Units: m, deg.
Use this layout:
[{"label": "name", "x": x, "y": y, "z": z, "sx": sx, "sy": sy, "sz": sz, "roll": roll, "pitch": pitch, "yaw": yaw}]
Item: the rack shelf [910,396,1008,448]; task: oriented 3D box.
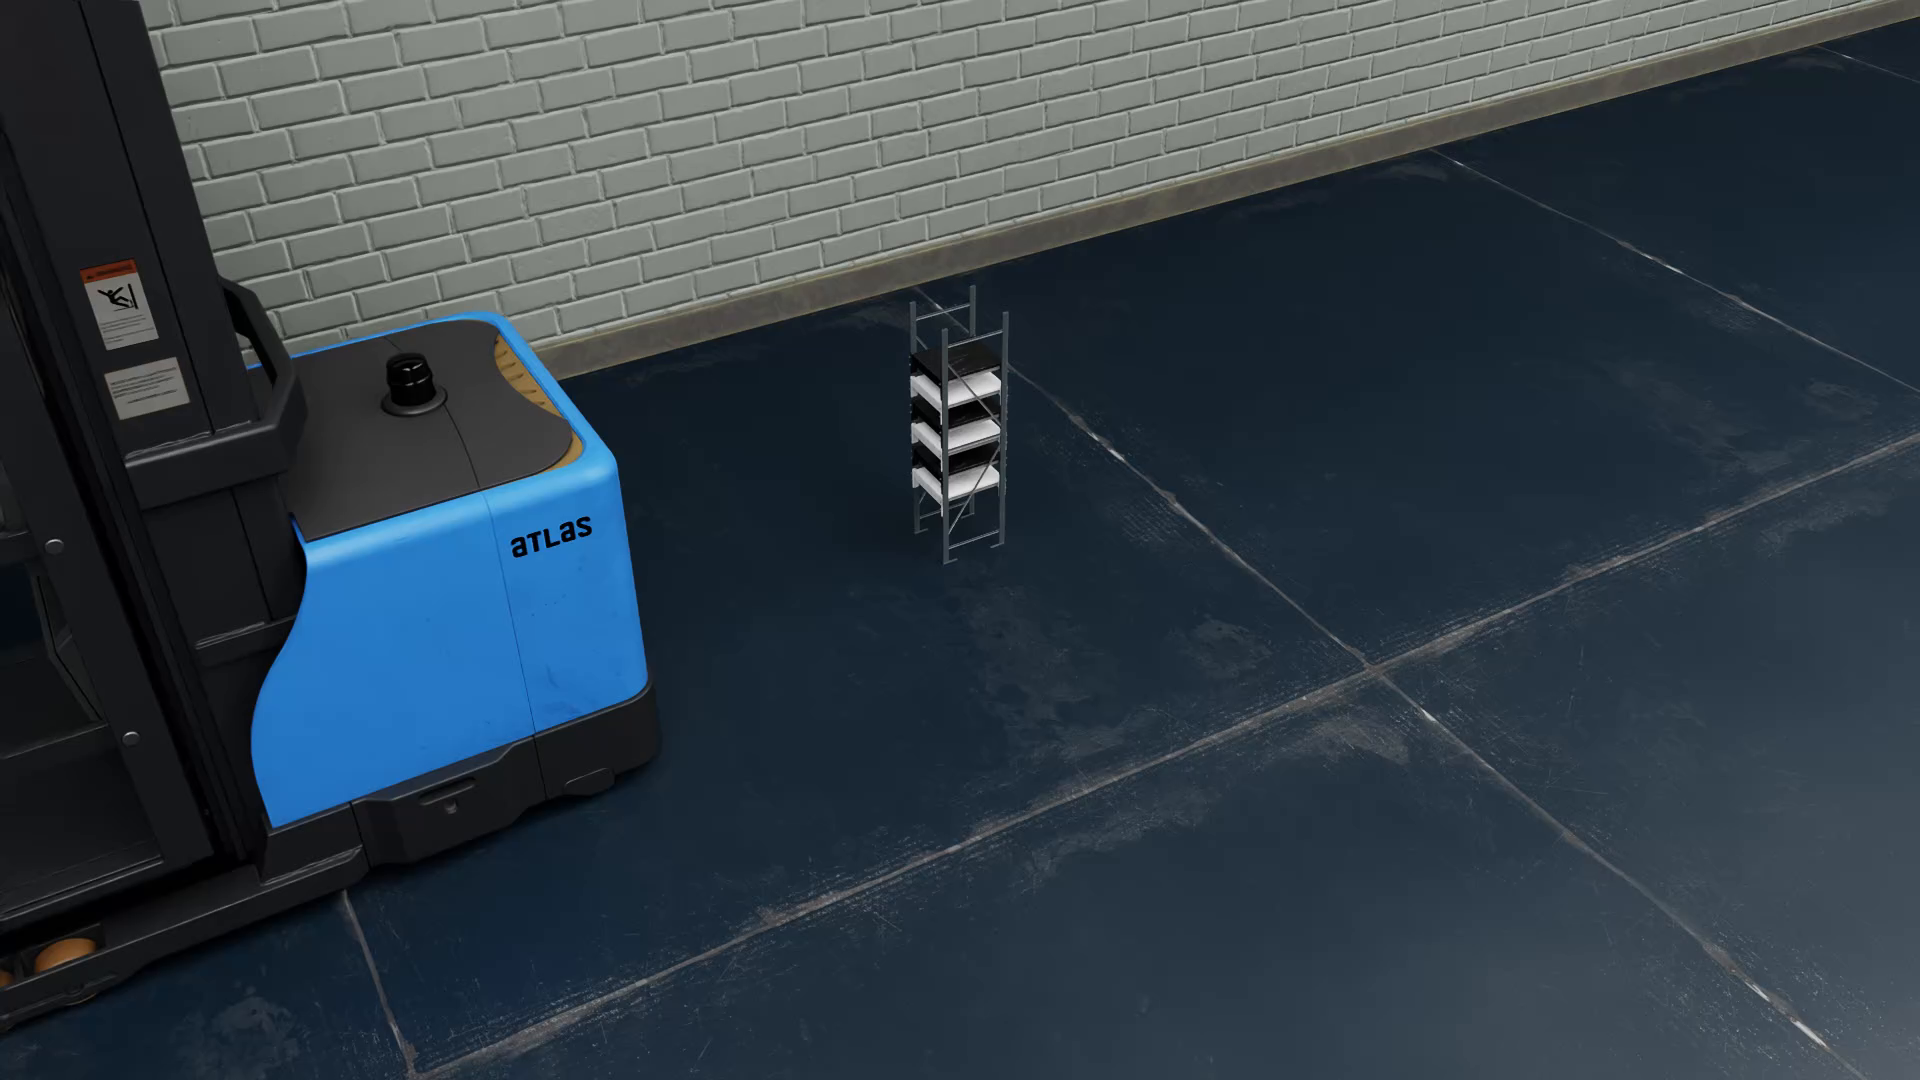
[{"label": "rack shelf", "x": -0.004, "y": -0.413, "z": 5.457, "sx": 0.258, "sy": 0.077, "sz": 0.200, "roll": -19, "pitch": 40, "yaw": -24}]

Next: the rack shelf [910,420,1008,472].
[{"label": "rack shelf", "x": -0.004, "y": -0.341, "z": 5.510, "sx": 0.258, "sy": 0.077, "sz": 0.200, "roll": -19, "pitch": 40, "yaw": -24}]

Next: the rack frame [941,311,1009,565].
[{"label": "rack frame", "x": 0.047, "y": -0.316, "z": 5.419, "sx": 0.240, "sy": 0.900, "sz": 0.006, "roll": -19, "pitch": 40, "yaw": -24}]

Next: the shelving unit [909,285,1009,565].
[{"label": "shelving unit", "x": -0.004, "y": -0.368, "z": 5.490, "sx": 0.258, "sy": 0.900, "sz": 0.210, "roll": -19, "pitch": 40, "yaw": -24}]

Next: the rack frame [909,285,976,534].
[{"label": "rack frame", "x": -0.055, "y": -0.419, "z": 5.561, "sx": 0.240, "sy": 0.900, "sz": 0.006, "roll": -19, "pitch": 40, "yaw": -24}]

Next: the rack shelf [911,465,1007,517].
[{"label": "rack shelf", "x": -0.004, "y": -0.195, "z": 5.616, "sx": 0.258, "sy": 0.077, "sz": 0.200, "roll": -19, "pitch": 40, "yaw": -24}]

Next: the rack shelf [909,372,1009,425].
[{"label": "rack shelf", "x": -0.004, "y": -0.486, "z": 5.404, "sx": 0.258, "sy": 0.077, "sz": 0.200, "roll": -19, "pitch": 40, "yaw": -24}]

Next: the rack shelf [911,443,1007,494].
[{"label": "rack shelf", "x": -0.004, "y": -0.268, "z": 5.563, "sx": 0.258, "sy": 0.077, "sz": 0.200, "roll": -19, "pitch": 40, "yaw": -24}]

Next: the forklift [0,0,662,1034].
[{"label": "forklift", "x": -2.395, "y": -0.322, "z": 3.705, "sx": 3.031, "sy": 2.935, "sz": 1.130, "roll": -19, "pitch": 40, "yaw": -24}]

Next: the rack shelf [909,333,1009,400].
[{"label": "rack shelf", "x": -0.004, "y": -0.559, "z": 5.351, "sx": 0.258, "sy": 0.077, "sz": 0.200, "roll": -19, "pitch": 40, "yaw": -24}]
